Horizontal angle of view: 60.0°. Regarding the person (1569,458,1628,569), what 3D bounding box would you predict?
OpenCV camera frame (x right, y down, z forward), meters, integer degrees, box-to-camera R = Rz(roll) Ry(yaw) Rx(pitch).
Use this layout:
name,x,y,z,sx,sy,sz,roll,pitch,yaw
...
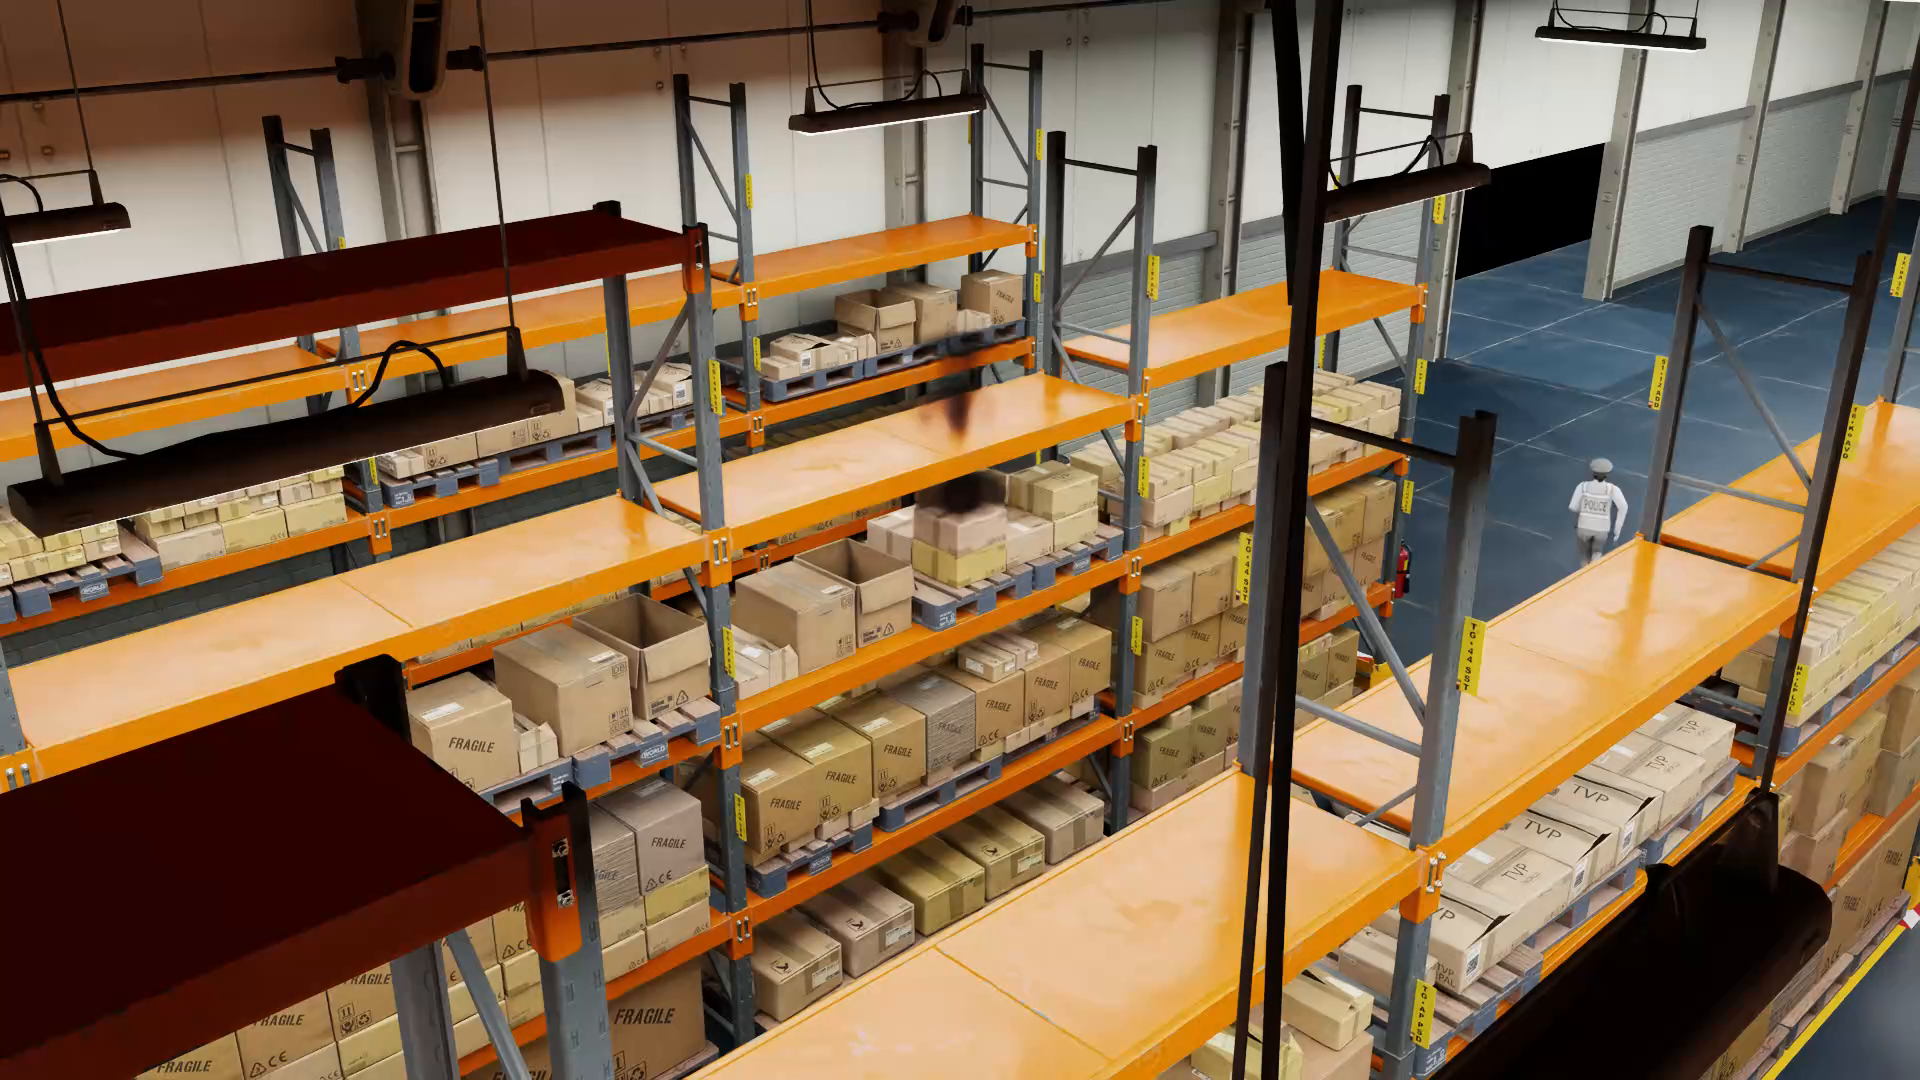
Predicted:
name,x,y,z,sx,sy,sz,roll,pitch,yaw
person,7.262,-0.110,19.051,0.605,1.617,0.672,6,23,14
